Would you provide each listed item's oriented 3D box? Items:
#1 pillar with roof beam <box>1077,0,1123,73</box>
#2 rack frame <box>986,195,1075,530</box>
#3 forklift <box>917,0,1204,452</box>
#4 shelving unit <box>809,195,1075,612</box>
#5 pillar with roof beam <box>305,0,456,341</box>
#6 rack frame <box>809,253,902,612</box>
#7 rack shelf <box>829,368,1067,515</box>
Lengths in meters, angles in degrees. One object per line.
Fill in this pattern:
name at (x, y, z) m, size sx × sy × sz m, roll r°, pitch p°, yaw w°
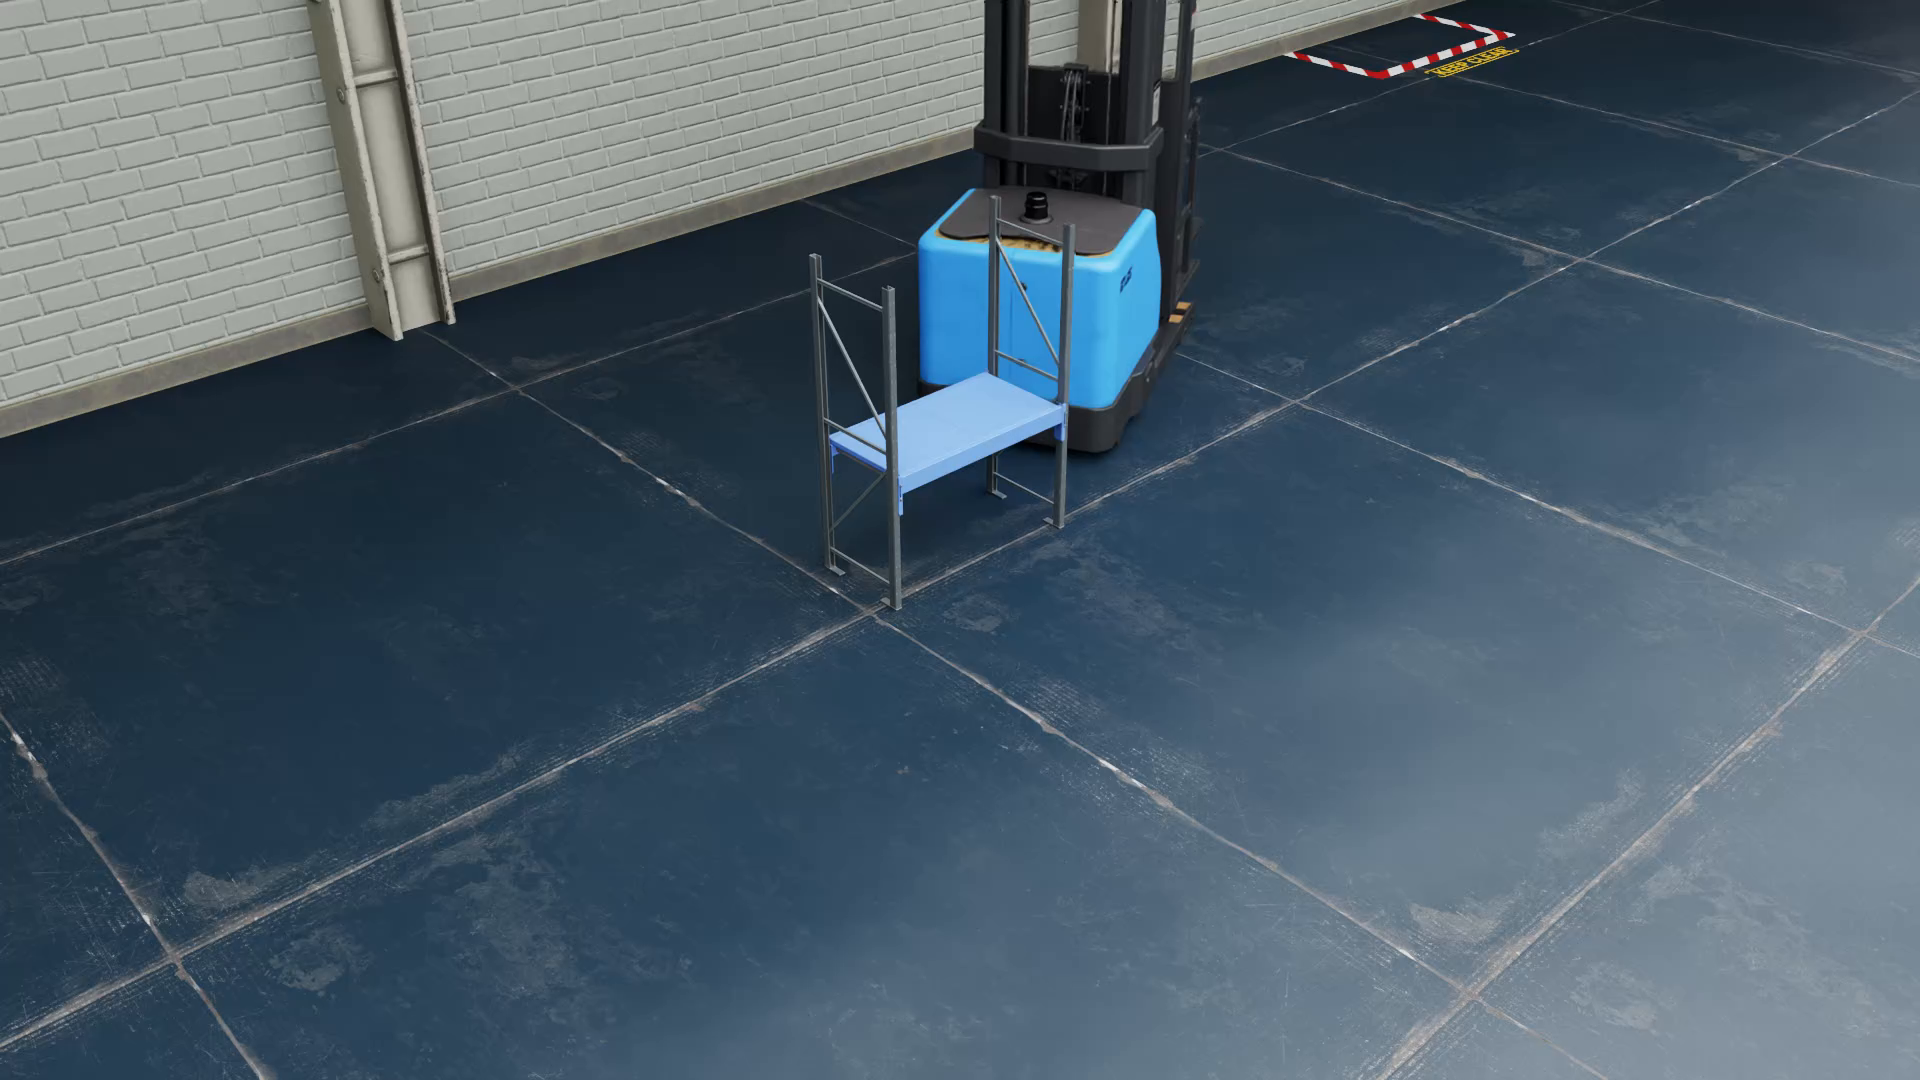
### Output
pillar with roof beam at (4.092, -5.602, 8.286) m, size 0.400 × 9.000 × 9.100 m, roll -26°, pitch 40°, yaw -35°
rack frame at (0.310, -0.790, 7.604) m, size 0.032 × 1.500 × 0.500 m, roll -26°, pitch 40°, yaw -35°
forklift at (0.746, -2.448, 8.944) m, size 1.130 × 2.935 × 3.031 m, roll 10°, pitch 33°, yaw 16°
shelving unit at (-0.063, -0.610, 7.309) m, size 1.048 × 1.500 × 0.538 m, roll -26°, pitch 40°, yaw -35°
pillar with roof beam at (-0.308, -3.474, 4.806) m, size 0.400 × 9.000 × 9.100 m, roll -26°, pitch 40°, yaw -35°
rack frame at (-0.435, -0.429, 7.014) m, size 0.032 × 1.500 × 0.500 m, roll -26°, pitch 40°, yaw -35°
rack shelf at (-0.063, -0.456, 7.403) m, size 1.000 × 0.185 × 0.538 m, roll -26°, pitch 40°, yaw -35°
